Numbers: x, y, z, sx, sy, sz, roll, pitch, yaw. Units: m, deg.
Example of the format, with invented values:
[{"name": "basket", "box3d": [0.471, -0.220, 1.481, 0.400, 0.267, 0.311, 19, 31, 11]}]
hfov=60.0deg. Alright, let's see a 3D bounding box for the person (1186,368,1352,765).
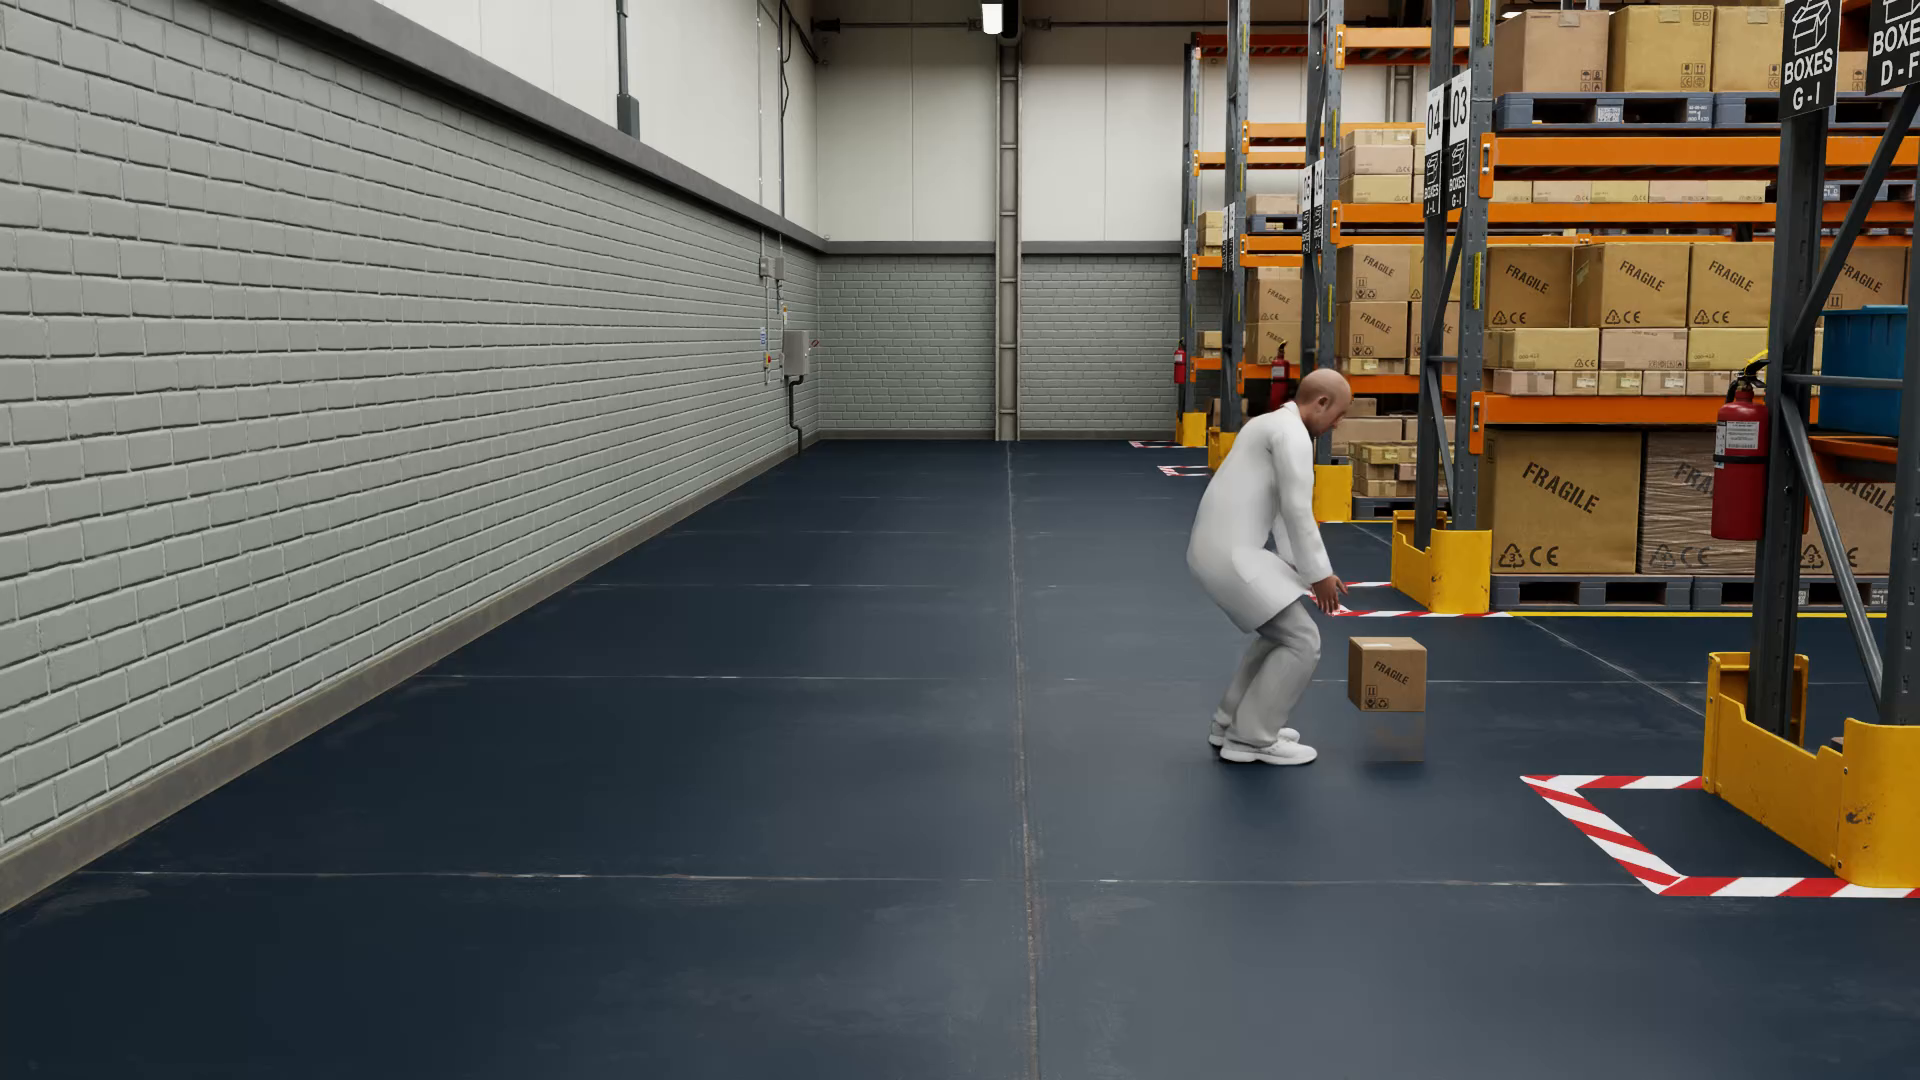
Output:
[{"name": "person", "box3d": [1.215, 0.090, 6.597, 0.636, 1.538, 0.626, 0, 7, 2]}]
